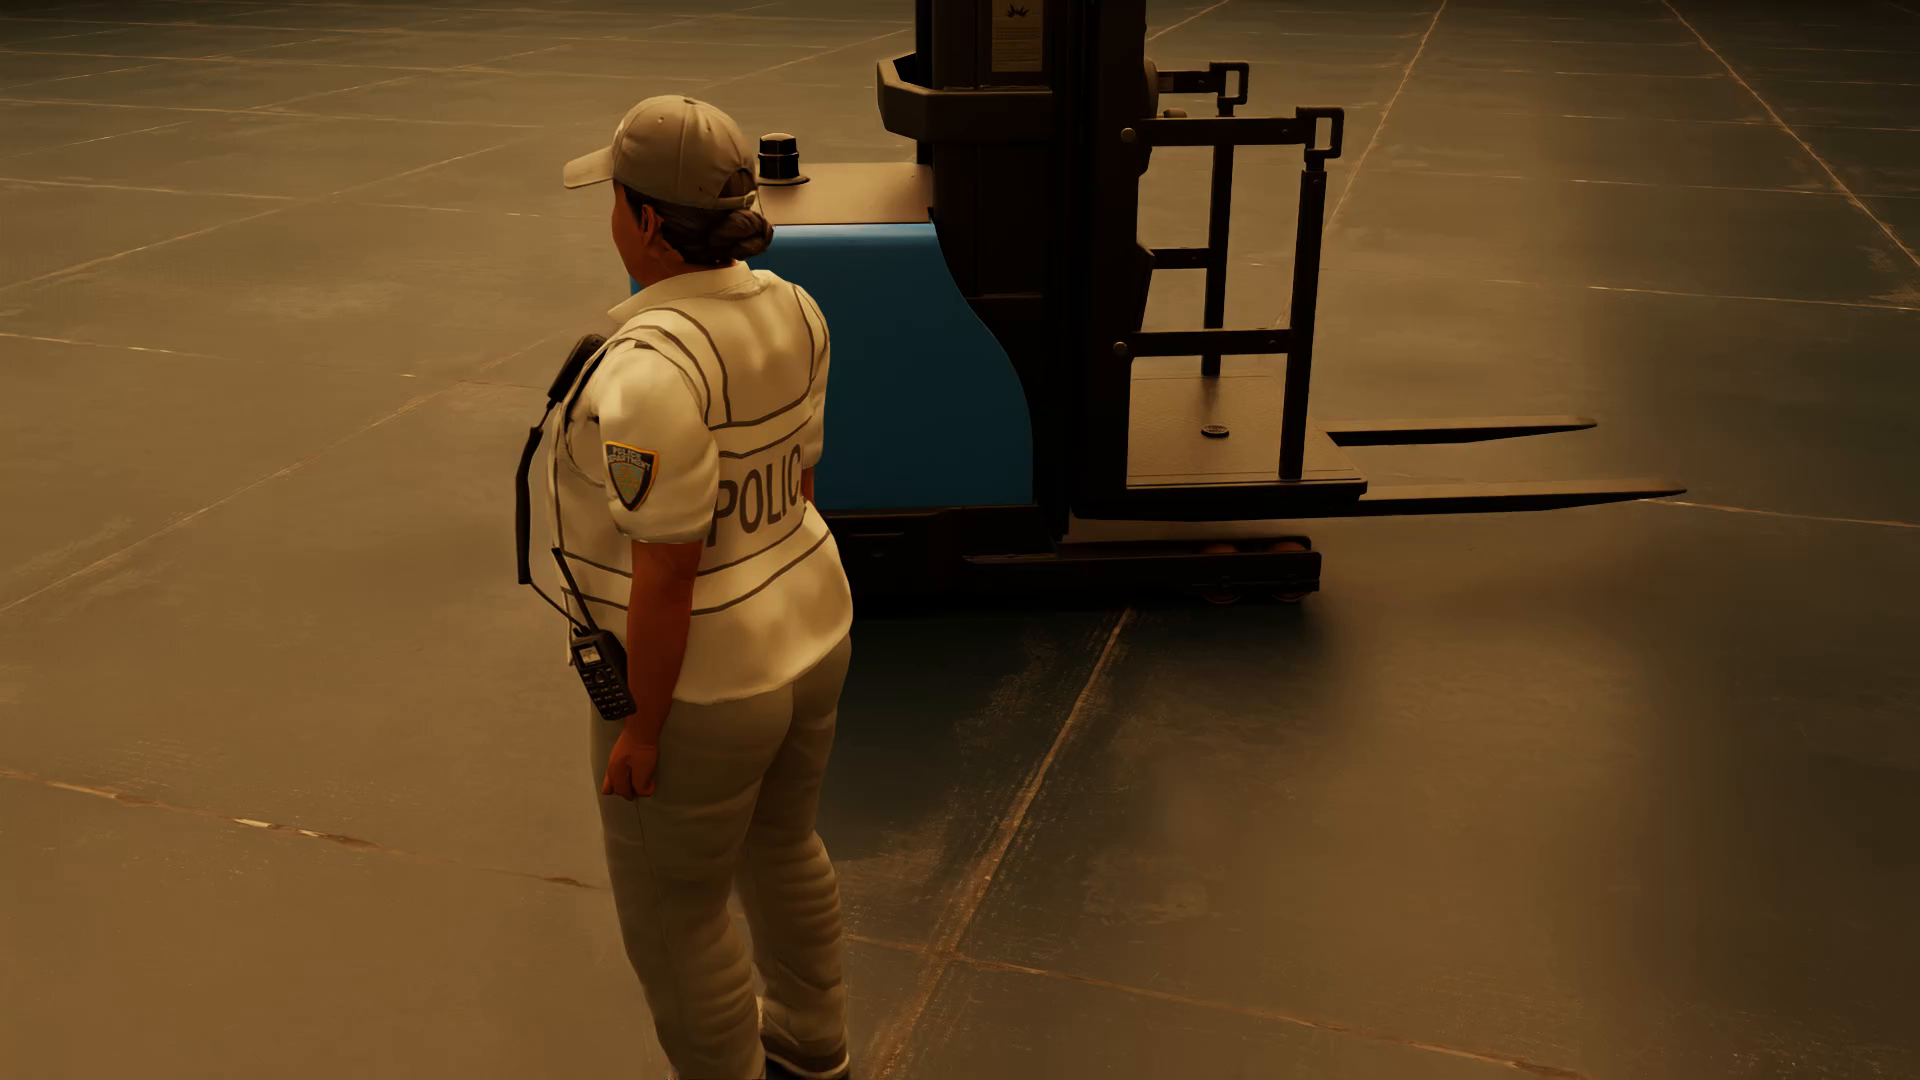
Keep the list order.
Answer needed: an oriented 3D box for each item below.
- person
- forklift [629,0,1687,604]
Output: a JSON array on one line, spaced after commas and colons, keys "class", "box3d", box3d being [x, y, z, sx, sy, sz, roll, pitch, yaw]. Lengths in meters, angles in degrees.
[{"class": "person", "box3d": [-0.372, 0.193, 2.477, 0.389, 1.667, 0.490, 10, 24, 22]}, {"class": "forklift", "box3d": [0.606, -1.374, 4.608, 3.031, 2.935, 1.130, -2, 23, -4]}]
